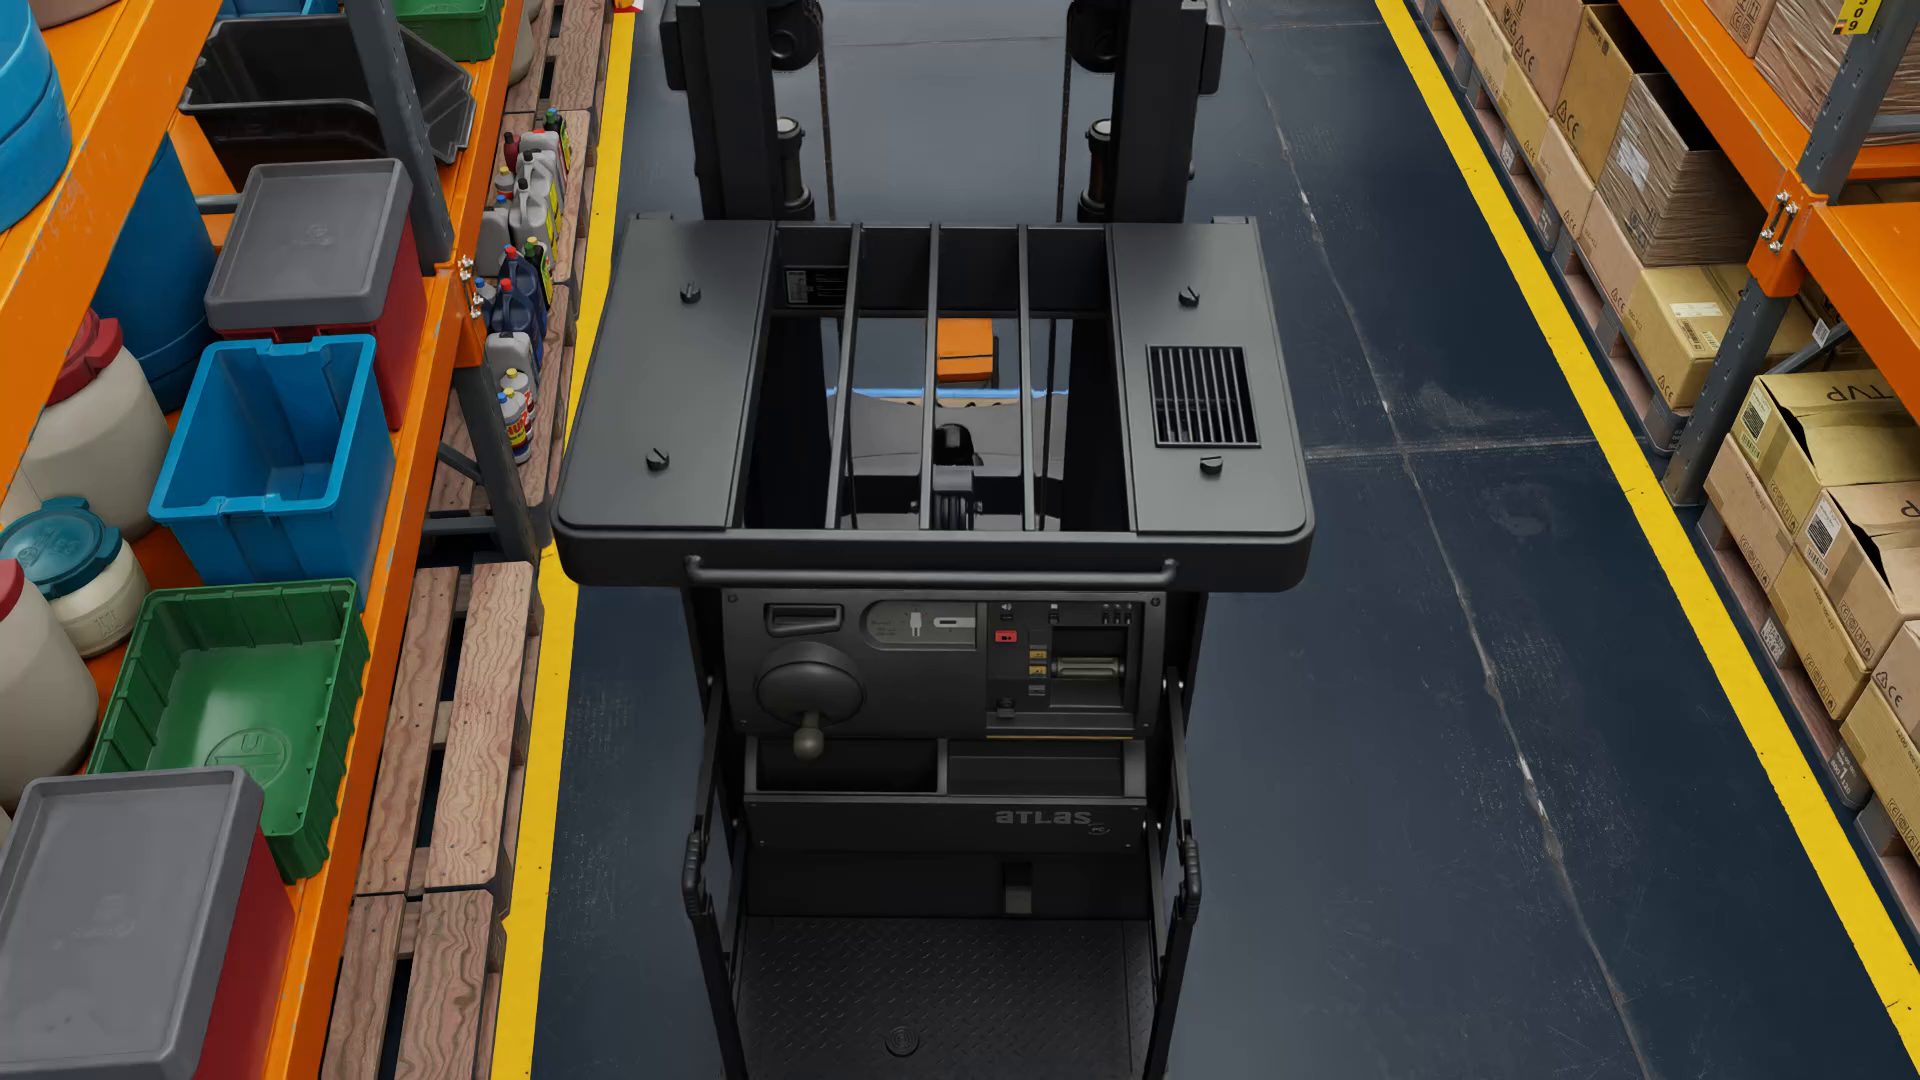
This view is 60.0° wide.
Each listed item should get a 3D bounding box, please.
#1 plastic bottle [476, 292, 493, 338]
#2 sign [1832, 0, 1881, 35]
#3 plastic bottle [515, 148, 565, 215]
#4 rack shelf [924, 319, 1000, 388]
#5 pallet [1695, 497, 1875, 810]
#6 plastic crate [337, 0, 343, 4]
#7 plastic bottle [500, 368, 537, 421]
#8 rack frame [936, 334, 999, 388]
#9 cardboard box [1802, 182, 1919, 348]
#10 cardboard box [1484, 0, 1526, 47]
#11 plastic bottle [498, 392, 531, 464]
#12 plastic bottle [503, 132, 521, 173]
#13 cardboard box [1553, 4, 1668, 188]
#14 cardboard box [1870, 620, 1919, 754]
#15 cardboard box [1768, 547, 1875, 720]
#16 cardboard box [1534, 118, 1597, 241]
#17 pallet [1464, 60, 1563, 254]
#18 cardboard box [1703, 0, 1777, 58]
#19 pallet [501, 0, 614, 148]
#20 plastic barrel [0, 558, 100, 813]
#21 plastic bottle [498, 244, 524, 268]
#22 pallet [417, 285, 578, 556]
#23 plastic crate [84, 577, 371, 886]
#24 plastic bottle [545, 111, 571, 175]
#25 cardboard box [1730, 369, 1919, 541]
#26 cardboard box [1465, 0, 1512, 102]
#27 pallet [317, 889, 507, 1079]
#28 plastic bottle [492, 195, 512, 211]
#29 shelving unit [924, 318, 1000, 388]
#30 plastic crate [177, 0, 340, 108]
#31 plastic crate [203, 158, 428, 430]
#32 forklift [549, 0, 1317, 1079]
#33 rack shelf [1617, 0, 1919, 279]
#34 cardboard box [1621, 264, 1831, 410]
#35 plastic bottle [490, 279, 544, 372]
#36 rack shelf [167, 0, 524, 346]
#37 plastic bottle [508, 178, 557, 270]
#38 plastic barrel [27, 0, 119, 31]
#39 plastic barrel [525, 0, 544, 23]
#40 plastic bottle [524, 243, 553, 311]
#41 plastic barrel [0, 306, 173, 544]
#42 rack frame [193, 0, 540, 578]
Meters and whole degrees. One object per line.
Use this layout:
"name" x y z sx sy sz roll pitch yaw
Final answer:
"plastic bottle" -1.733 -0.758 5.924 0.144 0.351 0.185 -3 47 -3
"sign" 2.448 -1.506 4.459 0.100 0.325 0.005 -3 47 -3
"plastic bottle" -1.674 -1.439 6.620 0.152 0.276 0.135 -5 47 -4
"rack shelf" 0.004 -0.510 5.134 0.215 0.259 0.240 -3 47 -3
"pallet" 3.101 0.274 5.345 1.003 0.211 1.213 -3 47 -3
"plastic crate" -2.324 -1.986 5.747 0.530 0.136 0.437 -3 47 -3
"plastic bottle" -1.542 -0.511 5.792 0.097 0.201 0.097 0 47 0
"rack frame" 0.015 -0.234 5.249 0.200 1.050 0.008 -3 47 -3
"cardboard box" 3.274 -1.027 5.745 0.500 0.500 0.500 -3 47 -3
"cardboard box" 2.588 -2.442 7.085 0.500 0.500 0.500 -3 47 -3
"plastic bottle" -1.525 -0.388 5.627 0.097 0.271 0.097 0 47 0
"plastic bottle" -1.792 -1.536 6.706 0.061 0.283 0.133 -3 47 -3
"cardboard box" 2.668 -1.719 6.400 0.500 0.500 0.500 -3 47 -3
"cardboard box" 2.868 0.444 4.482 0.500 0.311 0.500 -5 47 -5
"cardboard box" 2.829 0.262 5.040 0.500 0.250 0.500 -2 47 -2
"cardboard box" 2.656 -1.460 6.671 0.500 0.250 0.500 -3 47 -3
"pallet" 2.871 -1.720 7.233 1.003 0.211 1.213 -3 47 -3
"cardboard box" 2.907 -1.952 5.464 0.700 0.500 0.500 -4 47 -4
"pallet" -2.154 -2.212 7.700 1.003 0.211 1.213 -3 47 -3
"plastic barrel" -2.012 0.272 3.333 0.433 0.535 0.433 0 47 0
"plastic bottle" -1.655 -0.980 6.189 0.097 0.271 0.097 0 47 0
"pallet" -1.950 -0.447 6.028 1.003 0.211 1.213 -3 47 -3
"plastic crate" -1.508 0.398 3.453 0.450 0.188 0.662 -3 47 -3
"plastic bottle" -1.652 -1.643 6.808 0.061 0.283 0.133 -2 47 -2
"cardboard box" 2.787 -0.293 5.180 0.500 0.311 0.500 -3 47 -3
"cardboard box" 2.576 -2.184 7.357 0.500 0.250 0.500 -3 47 -3
"pallet" -1.726 1.492 4.191 1.003 0.211 1.213 -3 47 -3
"plastic bottle" -1.773 -1.255 6.497 0.097 0.201 0.097 0 47 0
"shelving unit" 0.004 -0.322 5.332 0.215 1.050 0.252 -3 47 -3
"plastic crate" -2.299 -1.650 5.350 0.499 0.251 0.616 -3 47 -3
"plastic crate" -1.590 -0.608 4.215 0.402 0.464 0.583 -3 47 -3
"forklift" -0.034 0.369 3.381 1.130 2.935 3.031 0 47 0
"rack shelf" 2.833 -2.415 6.467 1.077 0.370 4.000 -3 47 -3
"cardboard box" 2.744 -0.737 5.986 0.500 0.250 0.500 -3 47 -3
"plastic bottle" -1.589 -0.767 5.932 0.144 0.351 0.185 -2 47 -2
"rack shelf" -2.103 -2.117 6.184 1.077 0.370 4.000 -3 47 -3
"plastic bottle" -1.641 -1.211 6.352 0.144 0.351 0.185 -4 47 -4
"plastic barrel" -1.622 -1.293 2.498 0.600 0.901 0.600 0 47 0
"plastic barrel" -2.139 -2.629 7.598 0.421 0.512 0.421 0 47 0
"plastic bottle" -1.578 -1.002 6.201 0.061 0.283 0.133 -2 47 -2
"plastic barrel" -2.074 -0.258 3.835 0.433 0.535 0.433 0 47 0
"rack frame" -1.935 -0.917 4.553 1.000 3.000 0.127 -3 47 -3
